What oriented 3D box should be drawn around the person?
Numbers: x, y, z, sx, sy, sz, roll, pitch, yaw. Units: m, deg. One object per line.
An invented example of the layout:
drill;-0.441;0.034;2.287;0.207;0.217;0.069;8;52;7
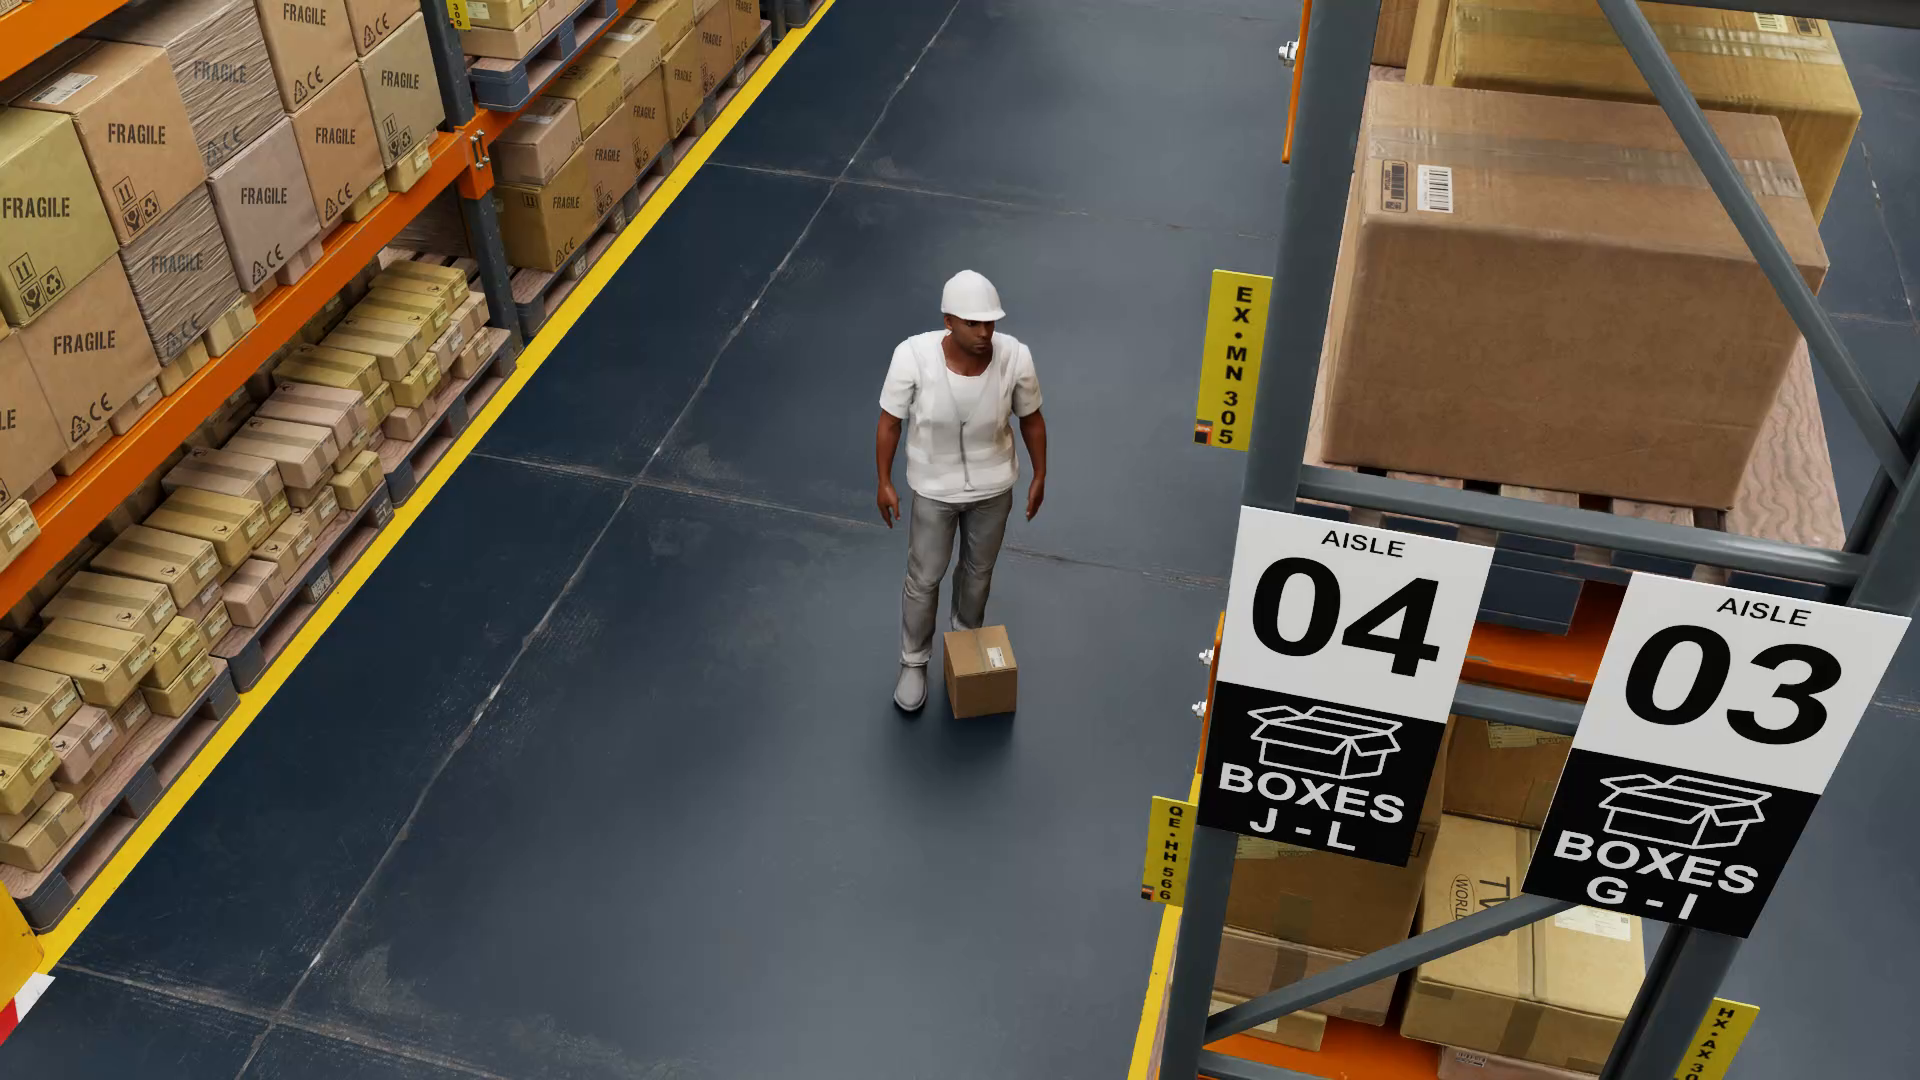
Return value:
person;0.019;-0.175;6.328;0.665;1.769;0.574;-6;41;-7
